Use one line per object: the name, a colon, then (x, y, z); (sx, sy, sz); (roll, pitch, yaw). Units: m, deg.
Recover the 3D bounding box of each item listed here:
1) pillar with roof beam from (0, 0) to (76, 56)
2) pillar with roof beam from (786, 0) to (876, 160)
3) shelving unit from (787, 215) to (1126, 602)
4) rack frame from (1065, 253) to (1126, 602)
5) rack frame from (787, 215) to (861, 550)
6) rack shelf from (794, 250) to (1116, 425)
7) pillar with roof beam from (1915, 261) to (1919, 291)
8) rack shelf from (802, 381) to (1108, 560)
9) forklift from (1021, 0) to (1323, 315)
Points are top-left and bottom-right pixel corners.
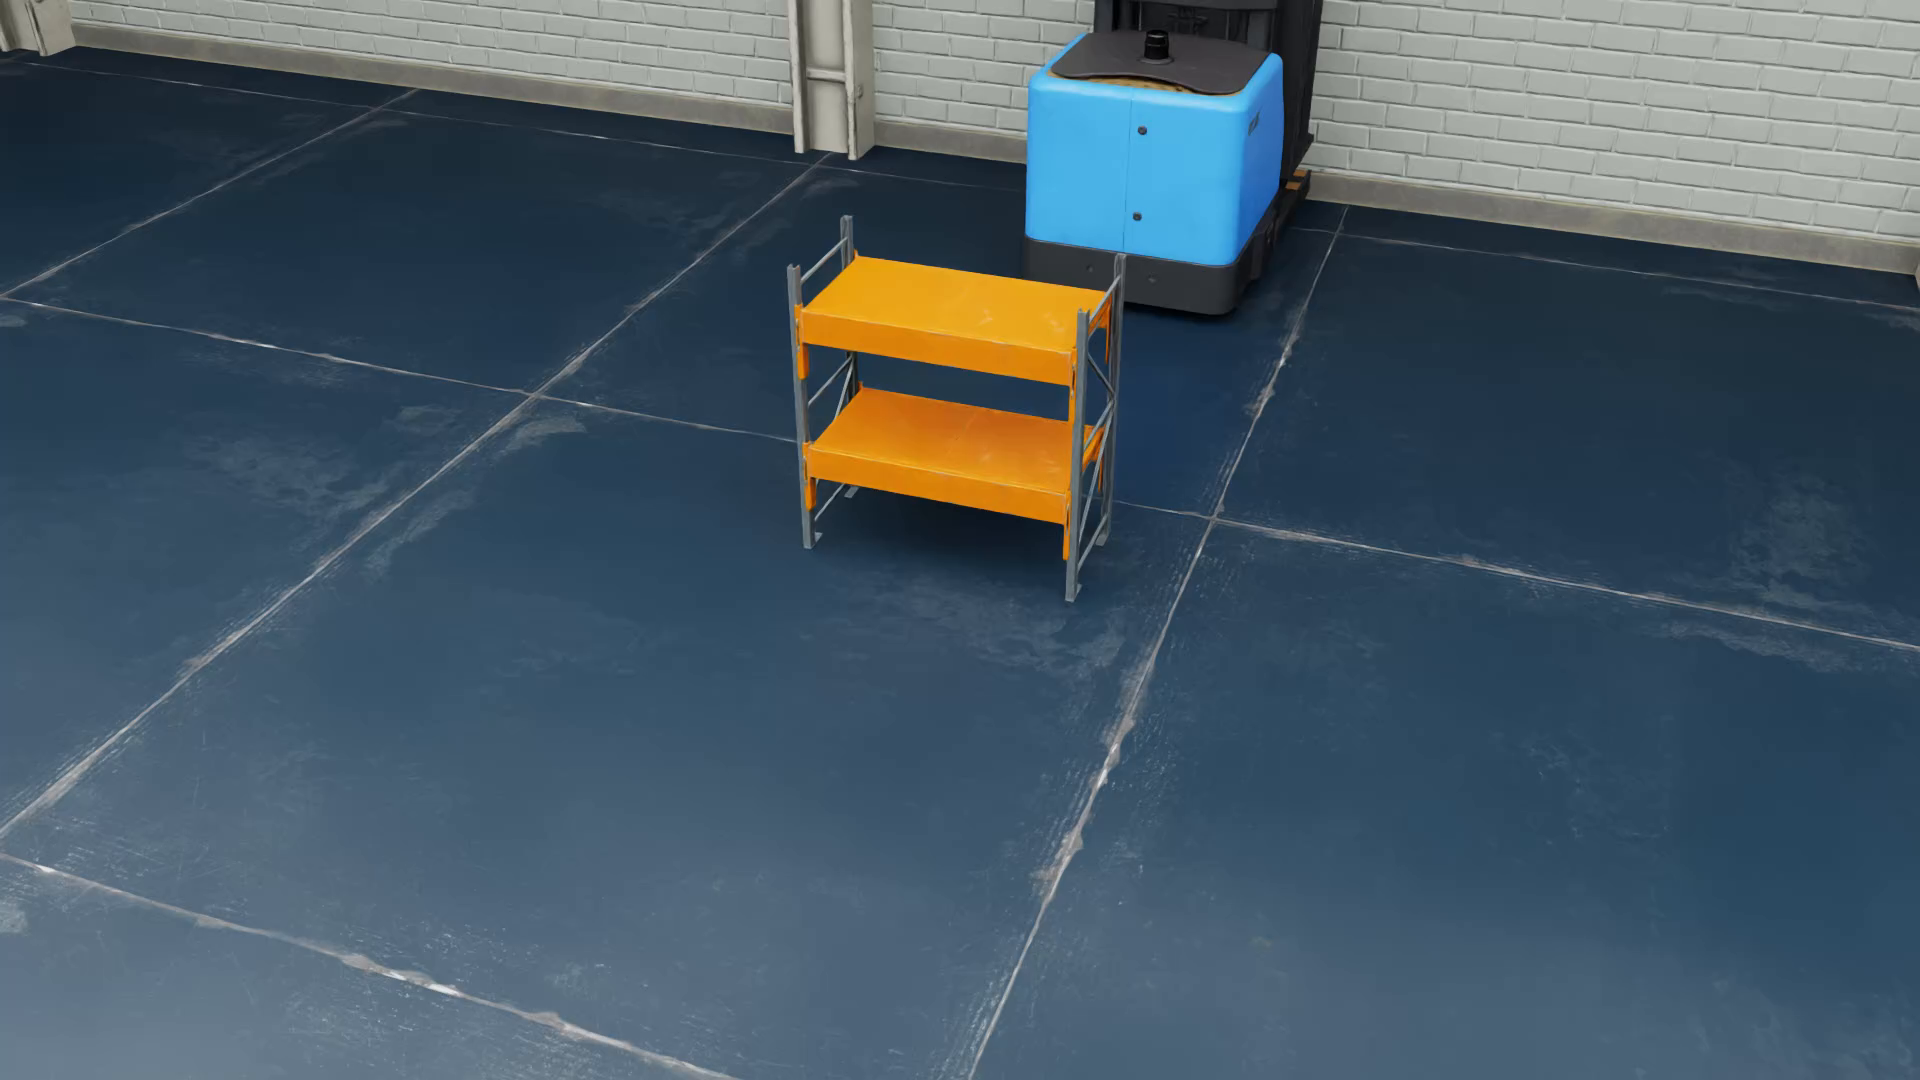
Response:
pillar with roof beam: (-7.836, -5.004, 5.703); (0.400, 9.000, 9.100); (11, 34, 16)
pillar with roof beam: (-2.188, -3.906, 4.003); (0.400, 9.000, 9.100); (11, 34, 16)
shelving unit: (-0.006, -0.474, 5.947); (1.048, 1.125, 0.538); (11, 34, 16)
rack frame: (0.472, -0.381, 5.803); (0.032, 1.125, 0.500); (11, 34, 16)
rack frame: (-0.485, -0.567, 6.091); (0.032, 1.125, 0.500); (11, 34, 16)
rack shelf: (-0.006, -0.720, 5.788); (1.000, 0.278, 0.538); (11, 34, 16)
pillar with roof beam: (3.460, -2.808, 2.302); (0.400, 9.000, 9.100); (11, 34, 16)
rack shelf: (-0.006, -0.268, 6.079); (1.000, 0.278, 0.538); (11, 34, 16)
forklift: (1.296, -3.071, 8.304); (1.130, 2.935, 3.031); (12, 35, 17)
